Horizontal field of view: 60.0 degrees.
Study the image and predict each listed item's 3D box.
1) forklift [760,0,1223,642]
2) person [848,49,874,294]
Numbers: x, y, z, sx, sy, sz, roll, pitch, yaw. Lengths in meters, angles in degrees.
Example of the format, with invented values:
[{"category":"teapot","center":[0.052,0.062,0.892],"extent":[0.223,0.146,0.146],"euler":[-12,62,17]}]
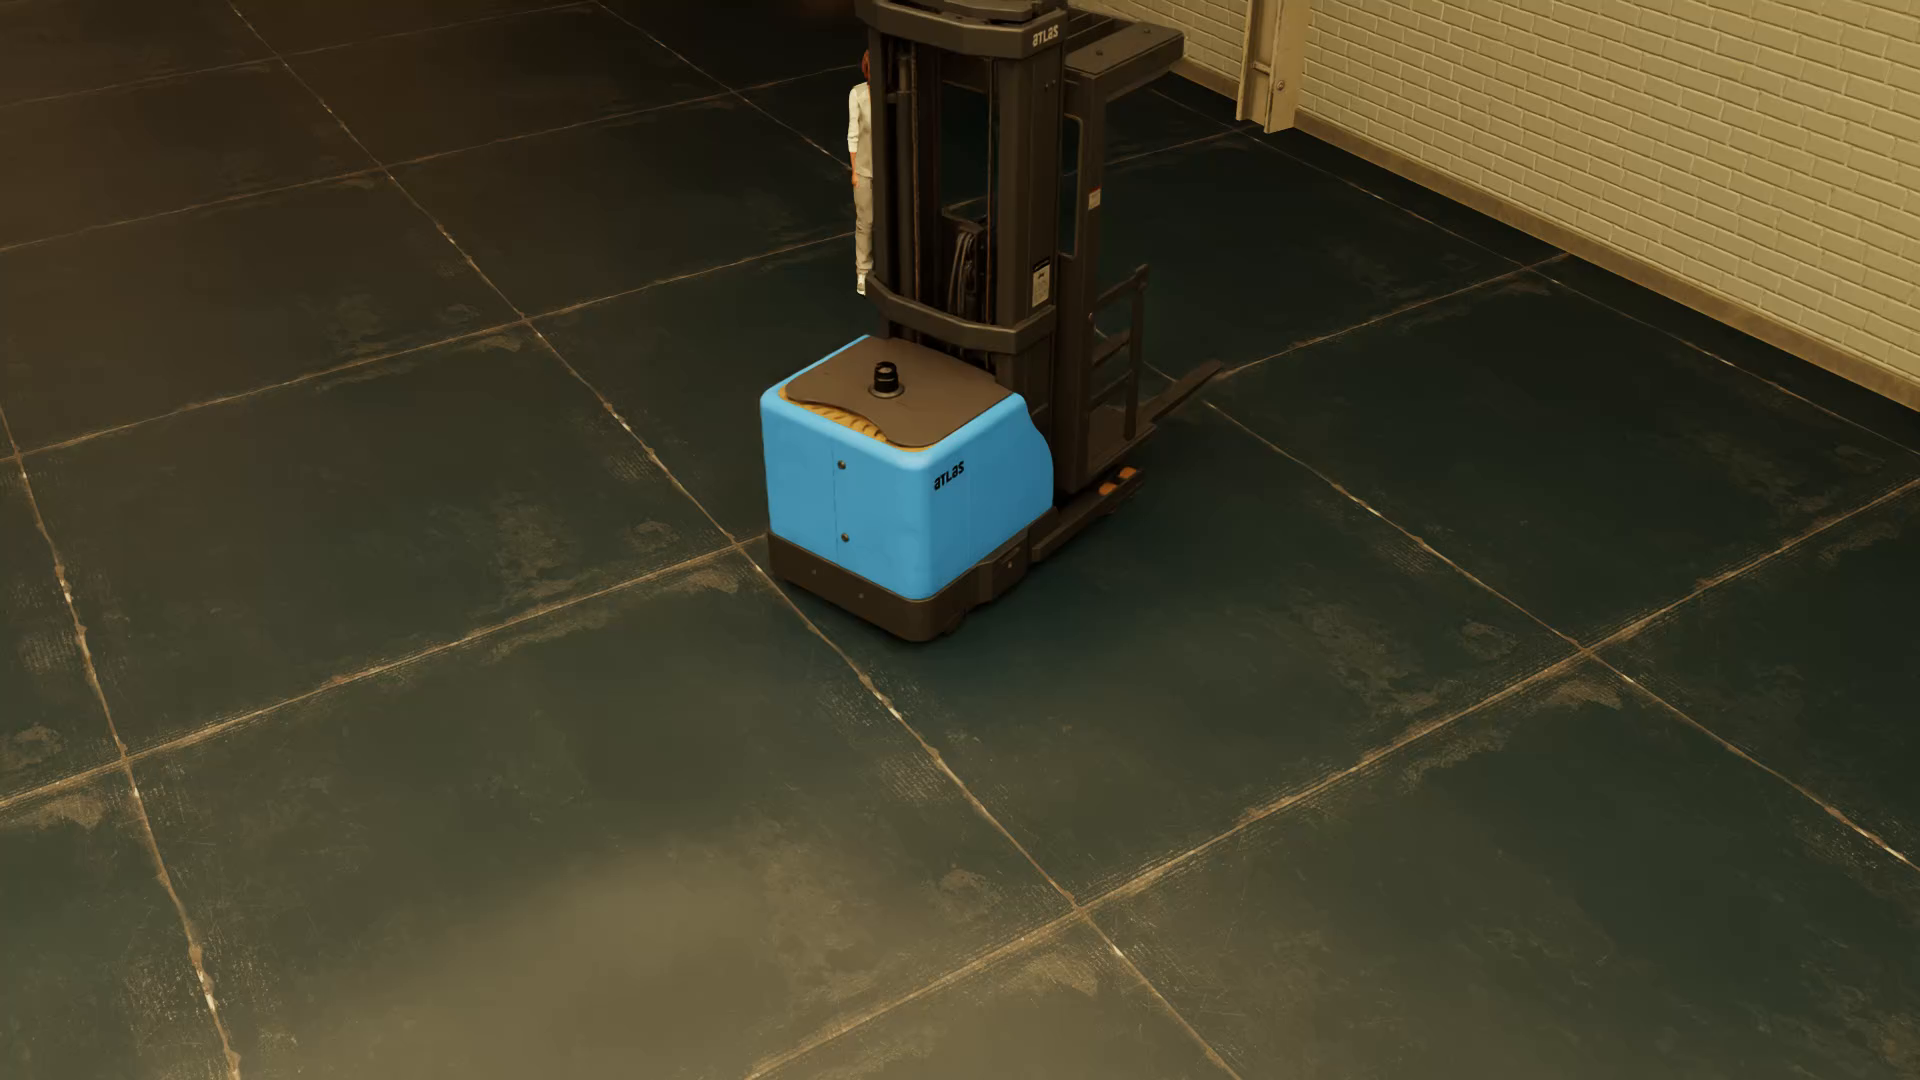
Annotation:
[{"category":"forklift","center":[0.348,-1.501,8.283],"extent":[1.130,2.935,3.031],"euler":[25,42,31]},{"category":"person","center":[-0.514,-2.373,10.683],"extent":[0.405,1.603,0.313],"euler":[-12,37,-16]}]
